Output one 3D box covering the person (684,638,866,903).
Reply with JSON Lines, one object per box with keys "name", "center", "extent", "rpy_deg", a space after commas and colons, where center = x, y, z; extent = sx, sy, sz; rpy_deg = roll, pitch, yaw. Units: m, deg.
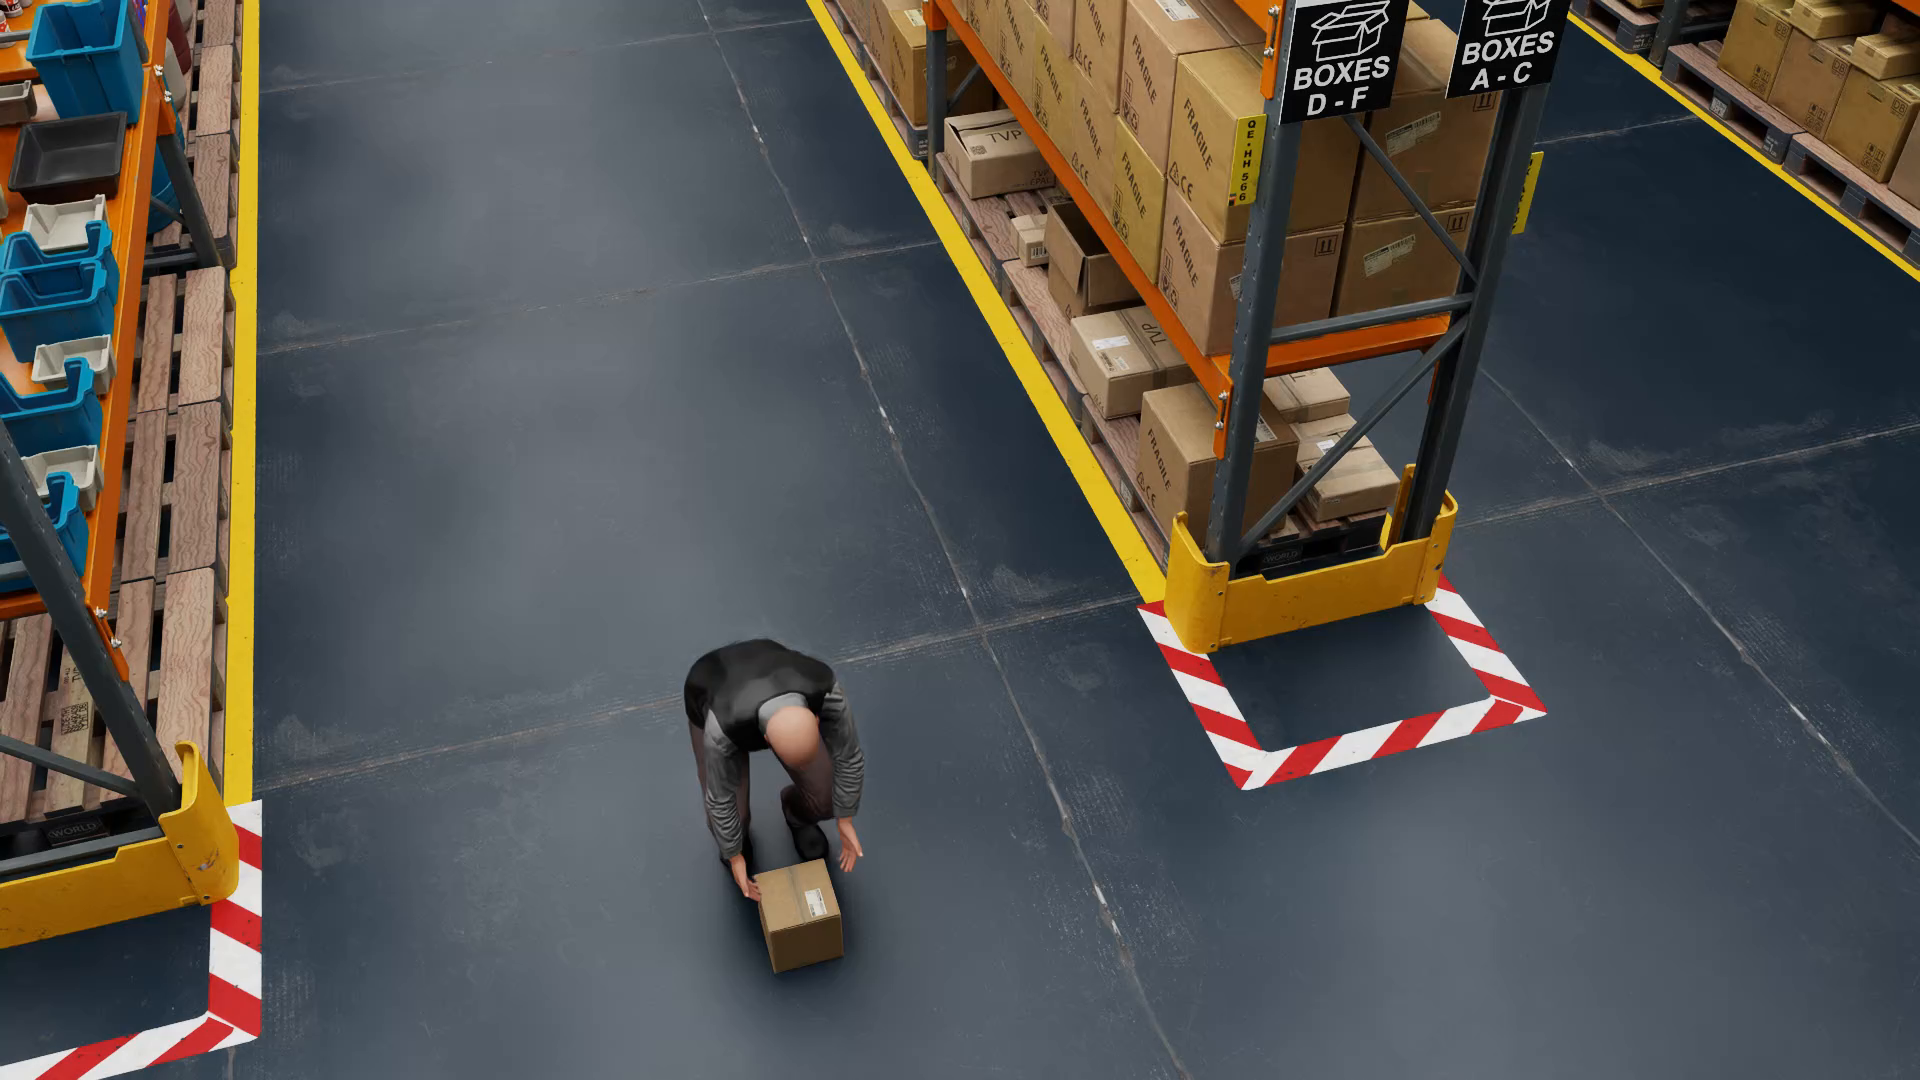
{"name": "person", "center": [-0.646, 0.752, 5.823], "extent": [0.558, 1.083, 0.837], "rpy_deg": [-12, 43, -13]}
